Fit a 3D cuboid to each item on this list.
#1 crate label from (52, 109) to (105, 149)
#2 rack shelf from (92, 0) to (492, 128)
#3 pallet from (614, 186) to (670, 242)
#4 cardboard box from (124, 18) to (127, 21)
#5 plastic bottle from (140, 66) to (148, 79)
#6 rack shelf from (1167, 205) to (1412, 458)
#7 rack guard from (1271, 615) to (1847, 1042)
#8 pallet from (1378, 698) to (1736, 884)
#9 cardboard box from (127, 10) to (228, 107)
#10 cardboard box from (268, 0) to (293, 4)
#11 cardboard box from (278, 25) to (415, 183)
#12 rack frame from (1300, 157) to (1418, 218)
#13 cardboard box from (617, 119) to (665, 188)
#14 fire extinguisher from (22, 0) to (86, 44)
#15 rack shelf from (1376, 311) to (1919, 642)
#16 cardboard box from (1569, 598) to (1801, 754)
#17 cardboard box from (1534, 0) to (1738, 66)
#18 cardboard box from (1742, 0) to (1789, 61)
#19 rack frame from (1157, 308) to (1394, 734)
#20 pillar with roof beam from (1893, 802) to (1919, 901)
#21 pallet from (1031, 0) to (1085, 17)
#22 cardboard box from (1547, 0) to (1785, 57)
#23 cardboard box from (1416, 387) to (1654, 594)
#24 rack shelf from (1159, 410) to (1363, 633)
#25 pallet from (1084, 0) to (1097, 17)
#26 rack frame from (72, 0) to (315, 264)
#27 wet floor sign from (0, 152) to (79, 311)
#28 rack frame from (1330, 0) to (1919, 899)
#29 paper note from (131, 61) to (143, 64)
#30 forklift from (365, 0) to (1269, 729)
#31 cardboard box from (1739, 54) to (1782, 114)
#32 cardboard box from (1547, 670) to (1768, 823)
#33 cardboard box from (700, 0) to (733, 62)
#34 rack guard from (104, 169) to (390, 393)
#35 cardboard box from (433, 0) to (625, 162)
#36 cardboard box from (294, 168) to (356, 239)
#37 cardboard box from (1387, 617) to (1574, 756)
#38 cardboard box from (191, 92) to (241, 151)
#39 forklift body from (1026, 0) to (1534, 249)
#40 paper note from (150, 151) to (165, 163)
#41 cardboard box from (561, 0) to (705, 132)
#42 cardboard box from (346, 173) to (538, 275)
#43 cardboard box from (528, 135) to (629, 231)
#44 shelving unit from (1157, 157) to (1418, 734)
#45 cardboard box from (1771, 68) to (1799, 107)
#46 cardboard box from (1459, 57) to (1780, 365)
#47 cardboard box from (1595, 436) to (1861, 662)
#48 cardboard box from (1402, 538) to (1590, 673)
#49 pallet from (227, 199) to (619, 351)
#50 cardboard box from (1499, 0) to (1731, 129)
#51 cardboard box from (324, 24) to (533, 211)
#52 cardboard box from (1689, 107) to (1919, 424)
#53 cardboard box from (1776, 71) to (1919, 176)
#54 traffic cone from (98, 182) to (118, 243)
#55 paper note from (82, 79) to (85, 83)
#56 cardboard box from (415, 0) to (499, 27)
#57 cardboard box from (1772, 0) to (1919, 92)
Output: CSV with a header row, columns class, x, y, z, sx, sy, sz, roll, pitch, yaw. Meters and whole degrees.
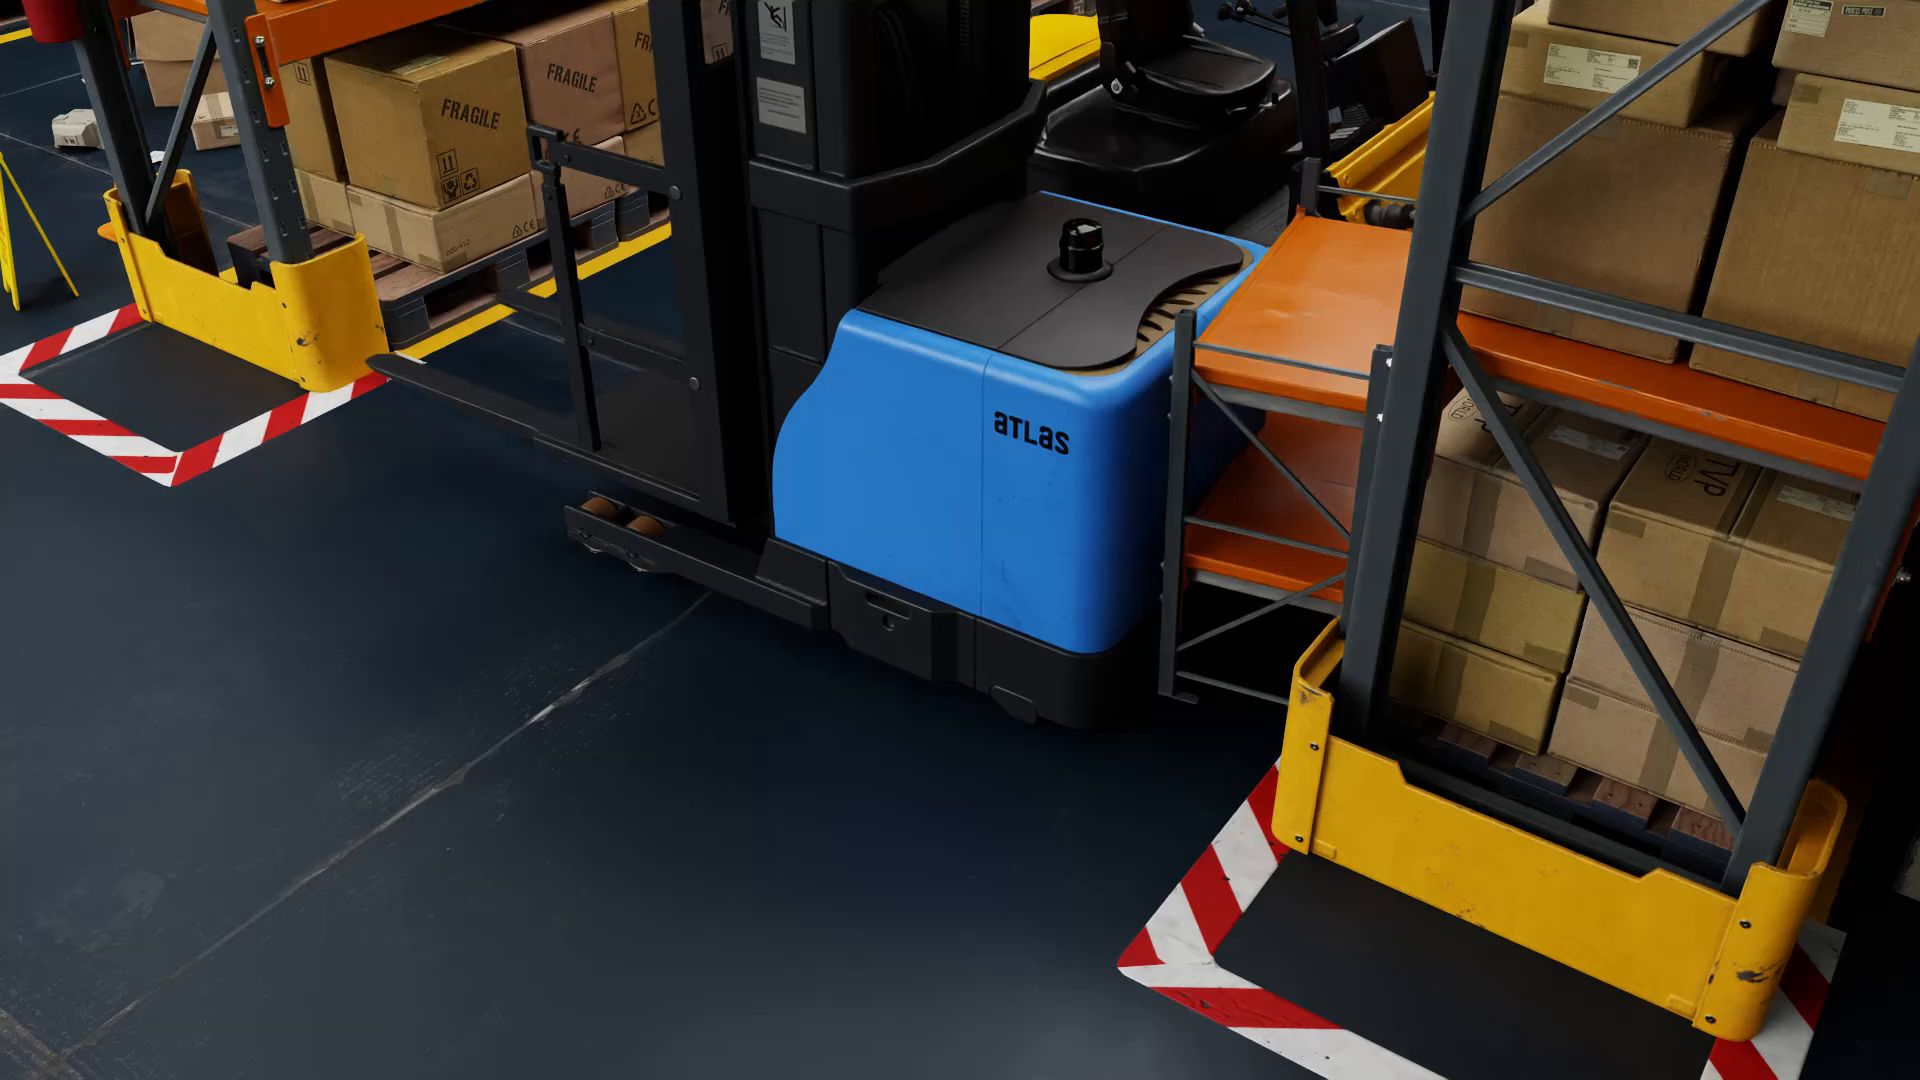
class,x,y,z,sx,sy,sz,roll,pitch,yaw
crate label,-4.255,-1.997,8.081,0.250,0.136,0.298,3,34,4
rack shelf,-1.592,-2.615,7.082,1.077,0.370,4.000,21,39,28
pallet,-1.500,-1.795,7.715,1.003,0.211,1.213,21,39,28
cardboard box,-4.618,-3.292,9.669,0.500,0.500,0.500,29,44,36
plastic bottle,-4.281,-2.560,8.981,0.133,0.061,0.283,8,35,12
rack shelf,0.958,-0.509,4.257,0.538,0.278,1.000,14,37,22
rack guard,1.334,0.637,3.861,1.175,0.500,0.348,21,39,28
pallet,1.749,0.380,4.499,1.003,0.211,1.213,21,39,28
cardboard box,-3.810,-2.576,8.610,0.797,0.503,0.637,-3,34,-4
cardboard box,-2.368,-1.979,5.723,0.380,0.149,0.250,21,40,28
cardboard box,-2.489,-1.791,6.630,0.500,0.500,0.500,22,40,28
rack frame,1.191,-0.527,4.795,0.500,1.125,0.032,14,37,22
cardboard box,-1.447,-1.799,7.312,0.500,0.250,0.500,24,41,31
fire extinguisher,-3.176,-2.056,5.681,0.296,0.674,0.183,21,39,28
rack shelf,2.488,-1.032,4.740,1.077,0.370,4.000,21,39,28
cardboard box,1.787,0.199,3.912,0.500,0.250,0.500,22,40,29
cardboard box,1.437,-1.096,3.524,0.380,0.149,0.250,22,40,29
cardboard box,1.635,-1.195,3.672,0.380,0.149,0.250,22,40,29
rack frame,0.742,-0.006,4.046,0.500,1.125,0.032,14,37,22
pillar with roof beam,-1.051,-4.302,3.578,9.100,9.000,0.400,21,39,28
pallet,-0.009,-3.038,9.553,1.003,0.211,1.213,21,39,28
cardboard box,1.379,-1.075,3.228,0.380,0.149,0.250,21,40,28
cardboard box,1.354,-0.170,4.011,0.500,0.250,0.500,23,40,30
rack shelf,0.974,-0.064,4.557,0.538,0.278,1.000,14,37,22
pallet,0.686,-3.601,10.387,1.003,0.211,1.213,21,39,28
rack frame,-2.732,-1.993,5.520,1.000,3.000,0.127,21,39,28
wet floor sign,-3.719,-1.272,6.555,0.232,0.644,0.267,-22,40,-29
rack frame,1.348,-0.409,3.178,1.000,3.000,0.127,21,39,28
paper note,-4.476,-2.619,9.114,0.123,0.001,0.032,-15,37,-21
forklift,-0.620,-1.344,4.620,3.031,2.935,1.130,20,39,27
cardboard box,1.716,-0.997,3.957,0.500,0.500,0.500,23,40,30
cardboard box,1.789,0.392,4.072,0.500,0.250,0.500,21,40,28
cardboard box,-1.147,-2.352,7.460,0.500,0.500,0.500,24,41,31
rack guard,-2.689,-0.993,6.271,1.175,0.500,0.348,21,39,28
cardboard box,-1.737,-1.875,6.755,0.500,0.500,0.500,20,39,27
cardboard box,-2.478,-1.497,6.866,0.500,0.250,0.500,21,39,28
cardboard box,1.356,0.239,4.299,0.500,0.250,0.500,22,40,28
cardboard box,-3.645,-2.060,8.164,0.250,0.149,0.380,-15,37,-21
forklift body,0.930,-1.513,5.567,2.313,2.155,1.214,21,39,28
paper note,-3.828,-1.834,7.935,0.148,0.019,0.142,8,35,12
cardboard box,-1.445,-2.103,7.092,0.500,0.500,0.500,22,40,29
cardboard box,-2.045,-1.311,6.590,0.500,0.250,0.500,21,39,28
cardboard box,-1.748,-1.543,6.934,0.500,0.250,0.500,23,40,30
shelving unit,0.967,-0.267,4.420,0.538,1.125,1.048,14,37,22
cardboard box,1.843,-0.927,3.274,0.380,0.149,0.250,21,39,28
cardboard box,1.413,-0.761,3.608,0.500,0.500,0.500,20,39,27
cardboard box,1.777,-0.019,3.788,0.500,0.250,0.500,21,39,28
cardboard box,1.369,0.025,4.169,0.500,0.250,0.500,21,39,28
pallet,-2.196,-1.235,6.889,1.003,0.211,1.213,21,39,28
cardboard box,1.315,-0.968,3.336,0.380,0.149,0.250,22,40,29
cardboard box,-2.032,-1.633,6.397,0.500,0.500,0.500,20,39,27
cardboard box,1.858,-0.590,3.356,0.500,0.500,0.500,23,40,30
cardboard box,1.754,-0.793,3.076,0.380,0.149,0.250,20,39,27
traffic cone,-3.547,-1.552,7.132,0.336,0.463,0.334,21,39,28
paper note,-4.591,-2.457,8.858,0.142,0.017,0.144,-22,40,-29
cardboard box,-2.195,-2.032,6.987,0.500,0.500,0.500,23,40,30
cardboard box,1.715,-0.929,3.012,0.380,0.149,0.250,20,39,27
